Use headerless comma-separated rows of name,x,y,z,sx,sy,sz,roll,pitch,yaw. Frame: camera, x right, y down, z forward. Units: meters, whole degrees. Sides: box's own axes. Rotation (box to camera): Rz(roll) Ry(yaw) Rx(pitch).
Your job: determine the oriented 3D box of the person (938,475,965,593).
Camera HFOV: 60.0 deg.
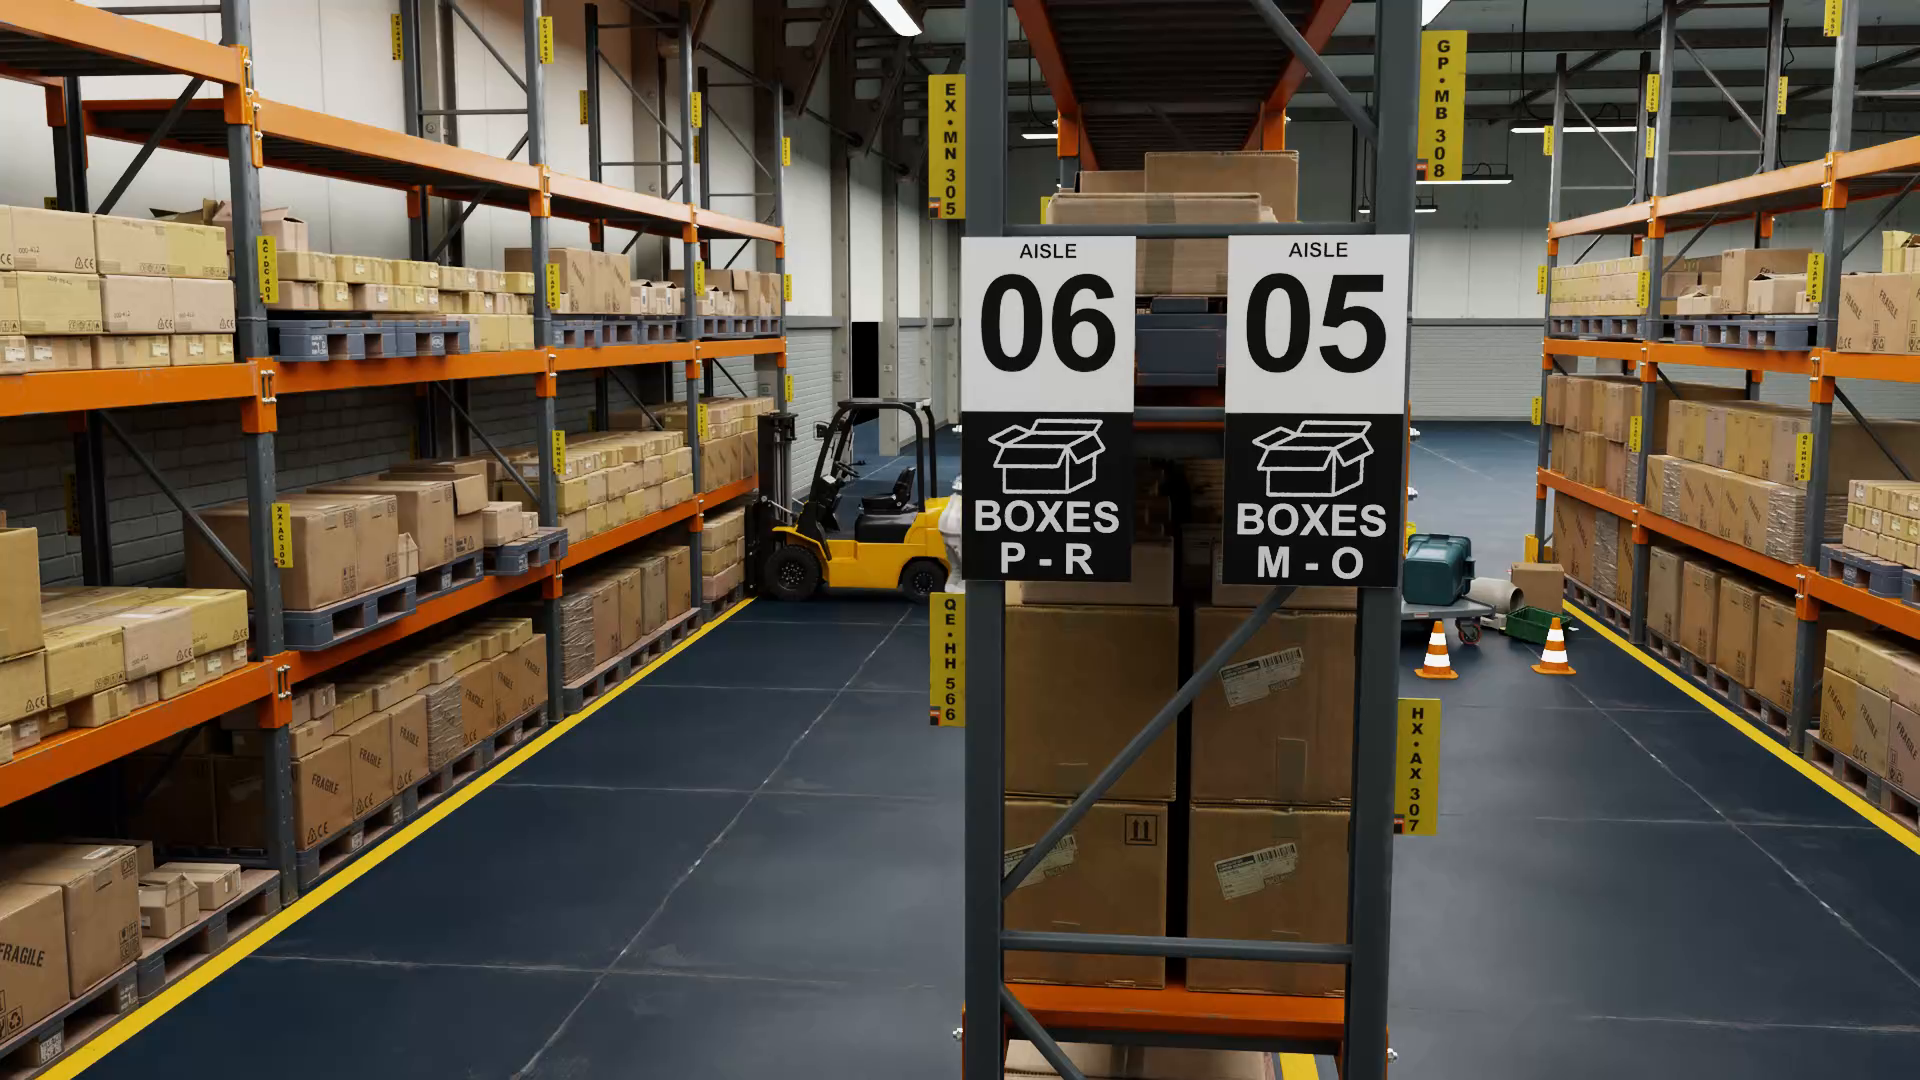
person,0.088,-0.043,16.758,0.615,1.726,0.496,-3,8,-24
